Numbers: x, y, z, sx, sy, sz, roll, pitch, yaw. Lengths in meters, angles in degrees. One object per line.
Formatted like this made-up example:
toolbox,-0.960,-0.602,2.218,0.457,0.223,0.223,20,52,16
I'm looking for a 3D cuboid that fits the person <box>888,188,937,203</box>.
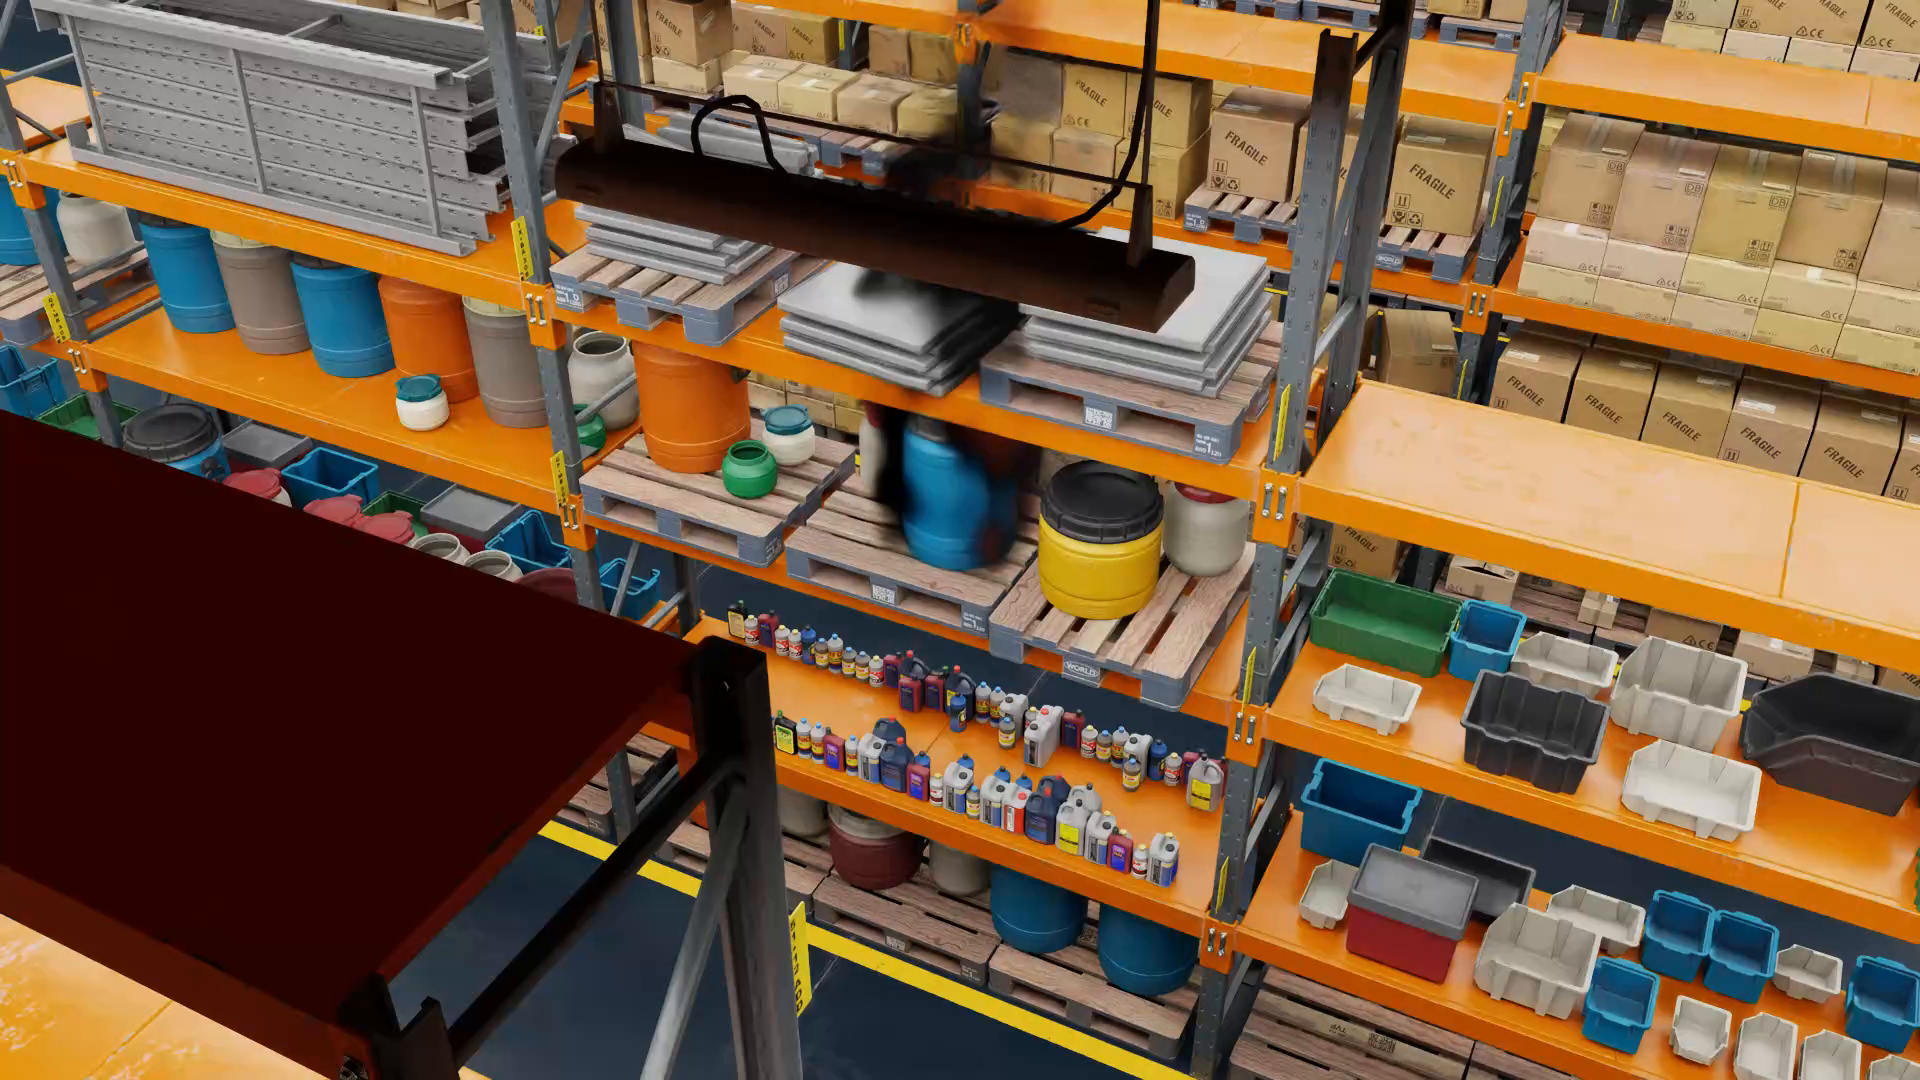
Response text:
person,-0.385,-3.075,16.670,0.903,1.814,0.672,13,37,18
